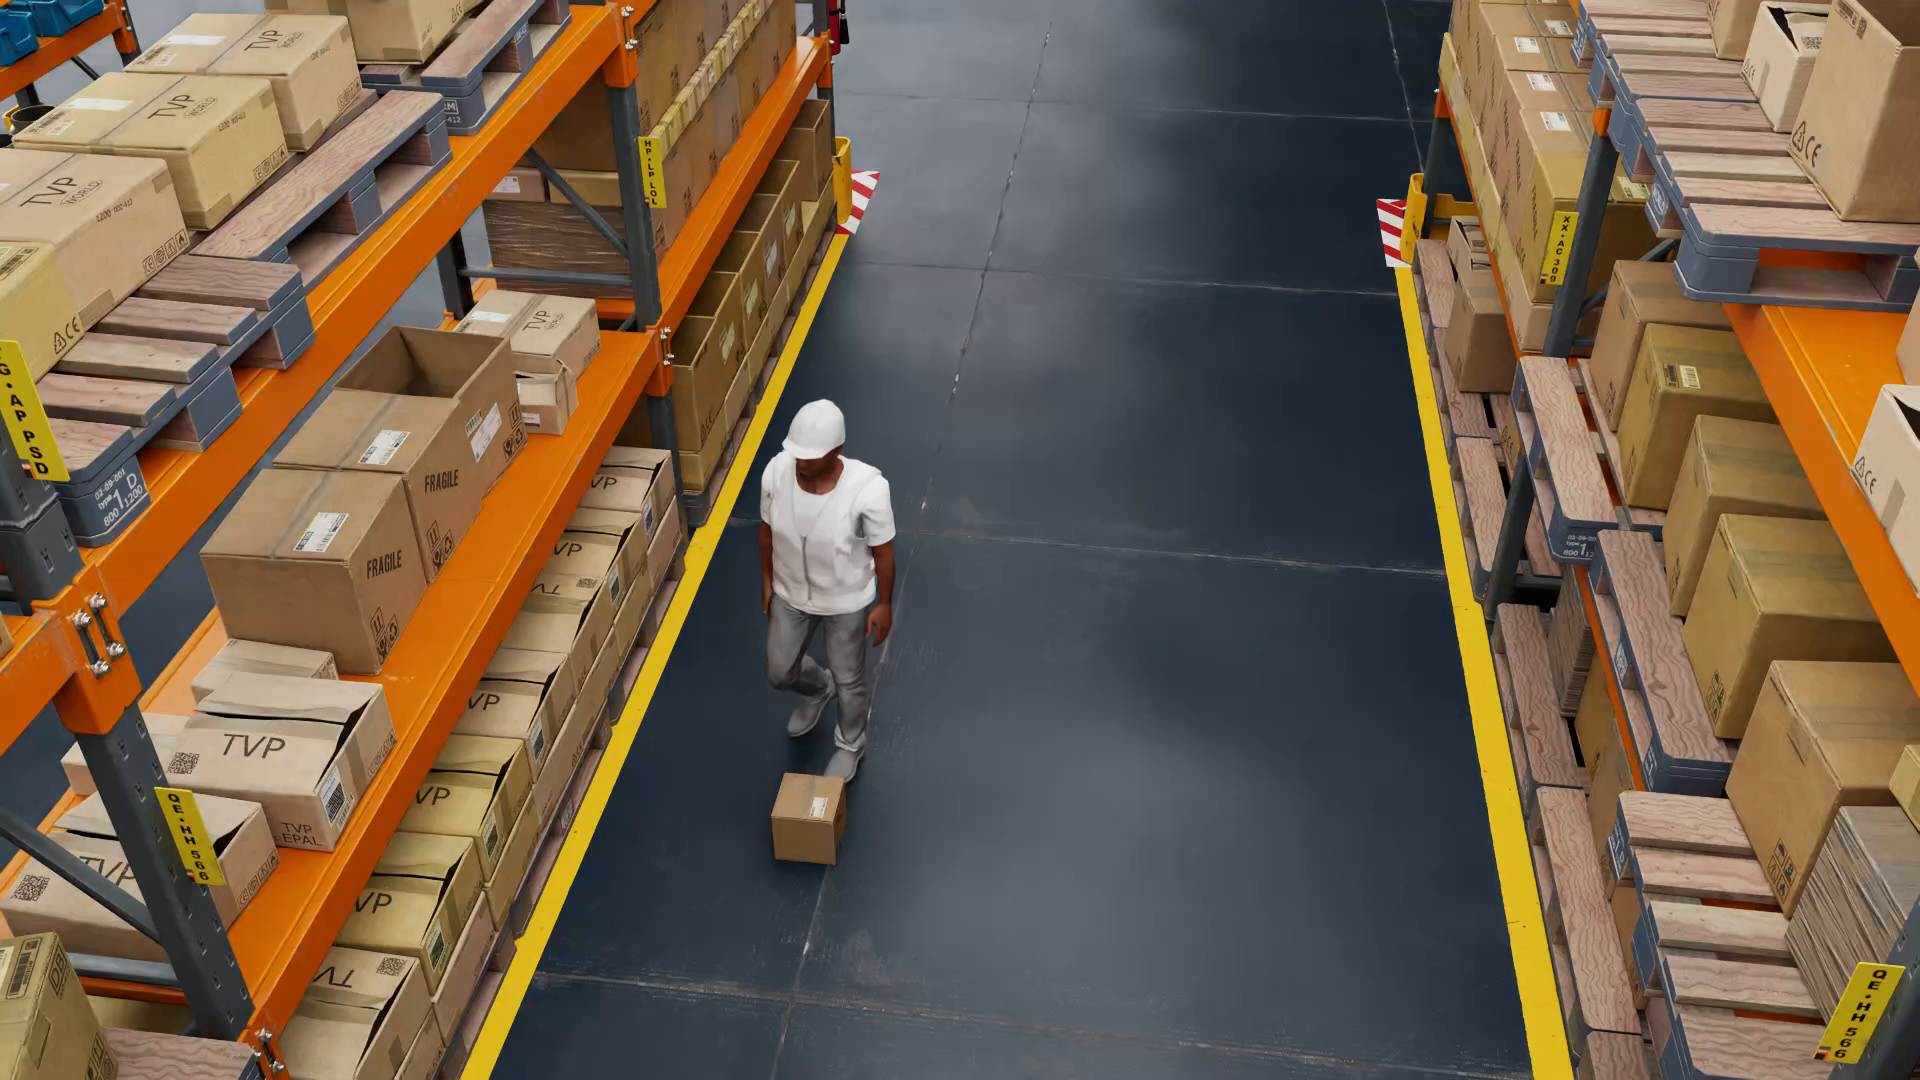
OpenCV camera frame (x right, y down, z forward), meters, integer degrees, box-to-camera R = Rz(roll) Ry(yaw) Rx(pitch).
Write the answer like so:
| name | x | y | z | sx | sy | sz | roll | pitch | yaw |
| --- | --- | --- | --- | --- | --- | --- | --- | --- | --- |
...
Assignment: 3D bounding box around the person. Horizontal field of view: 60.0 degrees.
| name | x | y | z | sx | sy | sz | roll | pitch | yaw |
| --- | --- | --- | --- | --- | --- | --- | --- | --- | --- |
| person | -0.540 | 0.204 | 6.713 | 0.583 | 1.766 | 0.500 | 11 | 37 | 15 |
